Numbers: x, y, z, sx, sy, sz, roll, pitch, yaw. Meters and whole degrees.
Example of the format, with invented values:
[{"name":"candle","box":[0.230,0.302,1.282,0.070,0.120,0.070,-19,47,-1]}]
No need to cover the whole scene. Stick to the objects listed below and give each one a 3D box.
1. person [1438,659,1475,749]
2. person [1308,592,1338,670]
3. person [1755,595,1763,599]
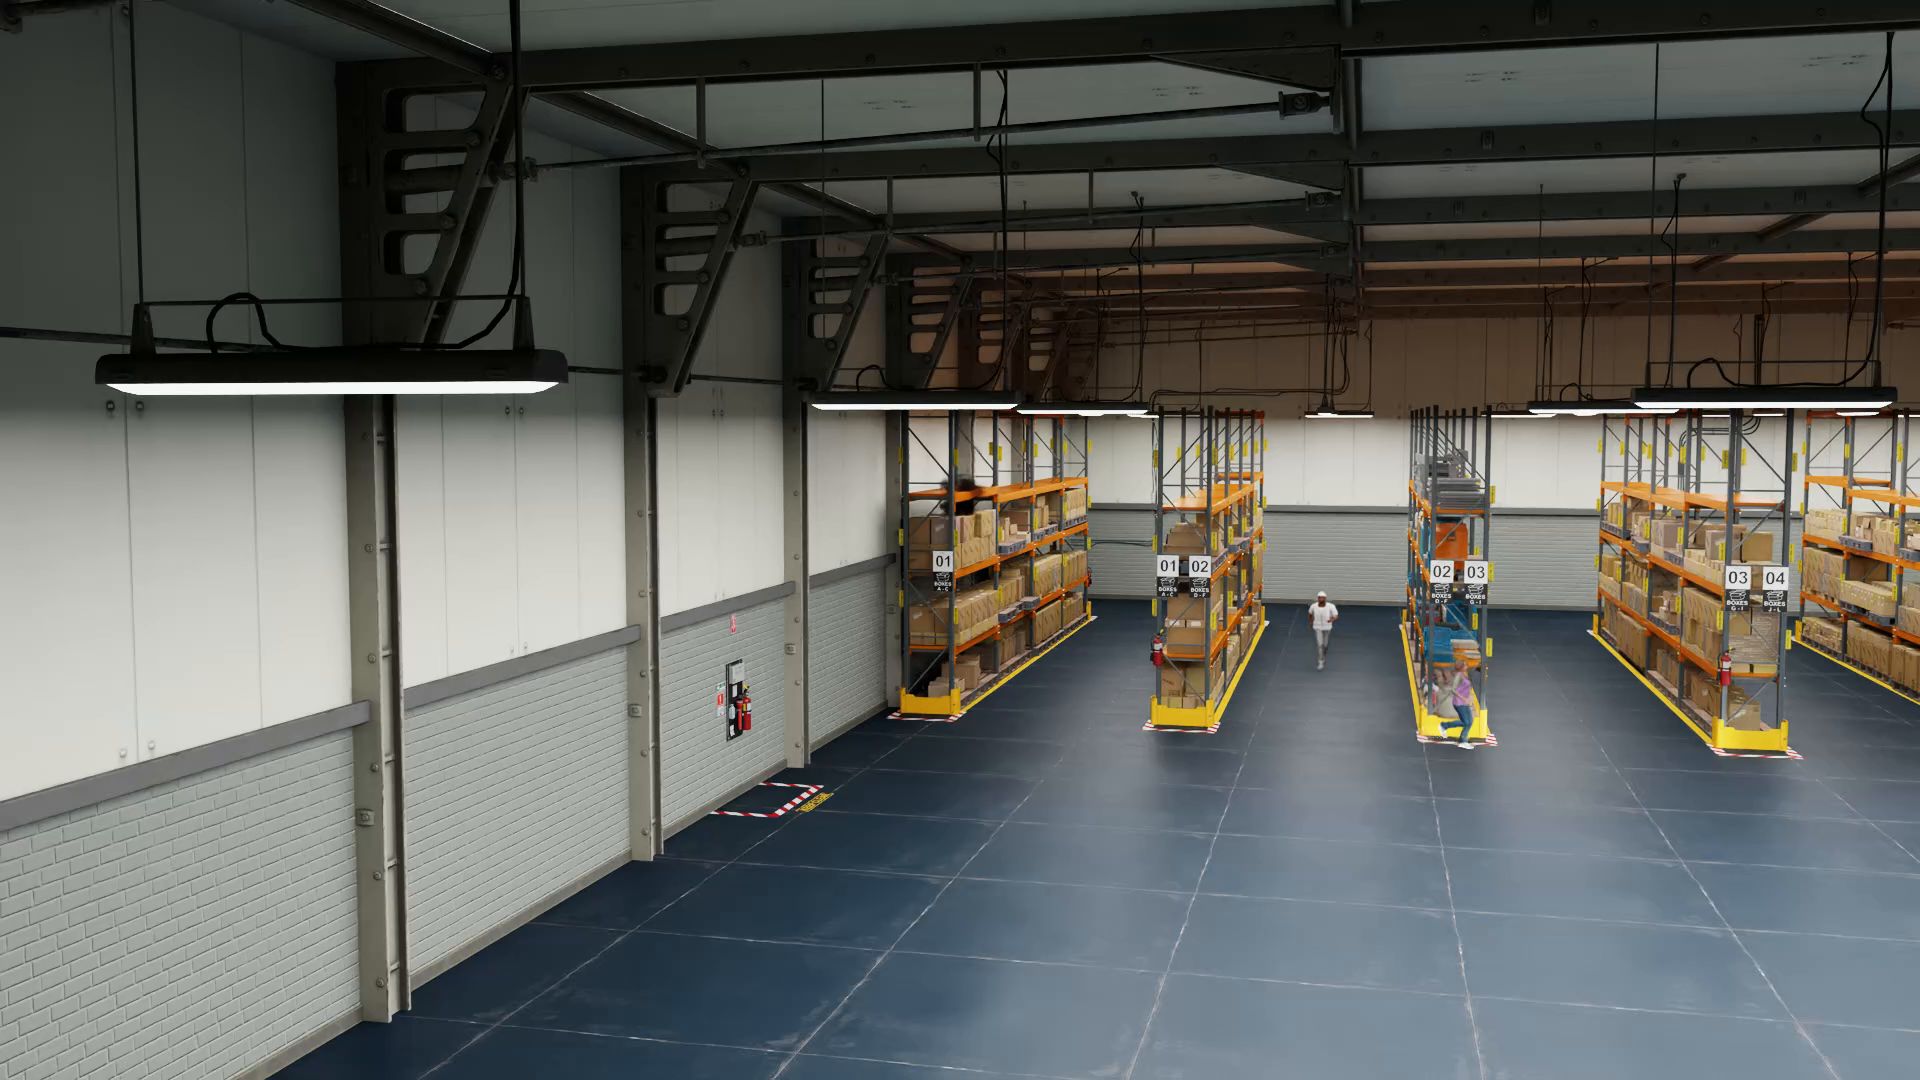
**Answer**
[{"name":"person","box":[8.710,2.872,29.119,0.628,1.555,0.529,2,5,28]},{"name":"person","box":[8.425,2.077,38.573,0.685,1.774,0.900,1,4,12]},{"name":"person","box":[20.178,1.863,41.941,0.667,1.728,0.569,2,4,21]}]
